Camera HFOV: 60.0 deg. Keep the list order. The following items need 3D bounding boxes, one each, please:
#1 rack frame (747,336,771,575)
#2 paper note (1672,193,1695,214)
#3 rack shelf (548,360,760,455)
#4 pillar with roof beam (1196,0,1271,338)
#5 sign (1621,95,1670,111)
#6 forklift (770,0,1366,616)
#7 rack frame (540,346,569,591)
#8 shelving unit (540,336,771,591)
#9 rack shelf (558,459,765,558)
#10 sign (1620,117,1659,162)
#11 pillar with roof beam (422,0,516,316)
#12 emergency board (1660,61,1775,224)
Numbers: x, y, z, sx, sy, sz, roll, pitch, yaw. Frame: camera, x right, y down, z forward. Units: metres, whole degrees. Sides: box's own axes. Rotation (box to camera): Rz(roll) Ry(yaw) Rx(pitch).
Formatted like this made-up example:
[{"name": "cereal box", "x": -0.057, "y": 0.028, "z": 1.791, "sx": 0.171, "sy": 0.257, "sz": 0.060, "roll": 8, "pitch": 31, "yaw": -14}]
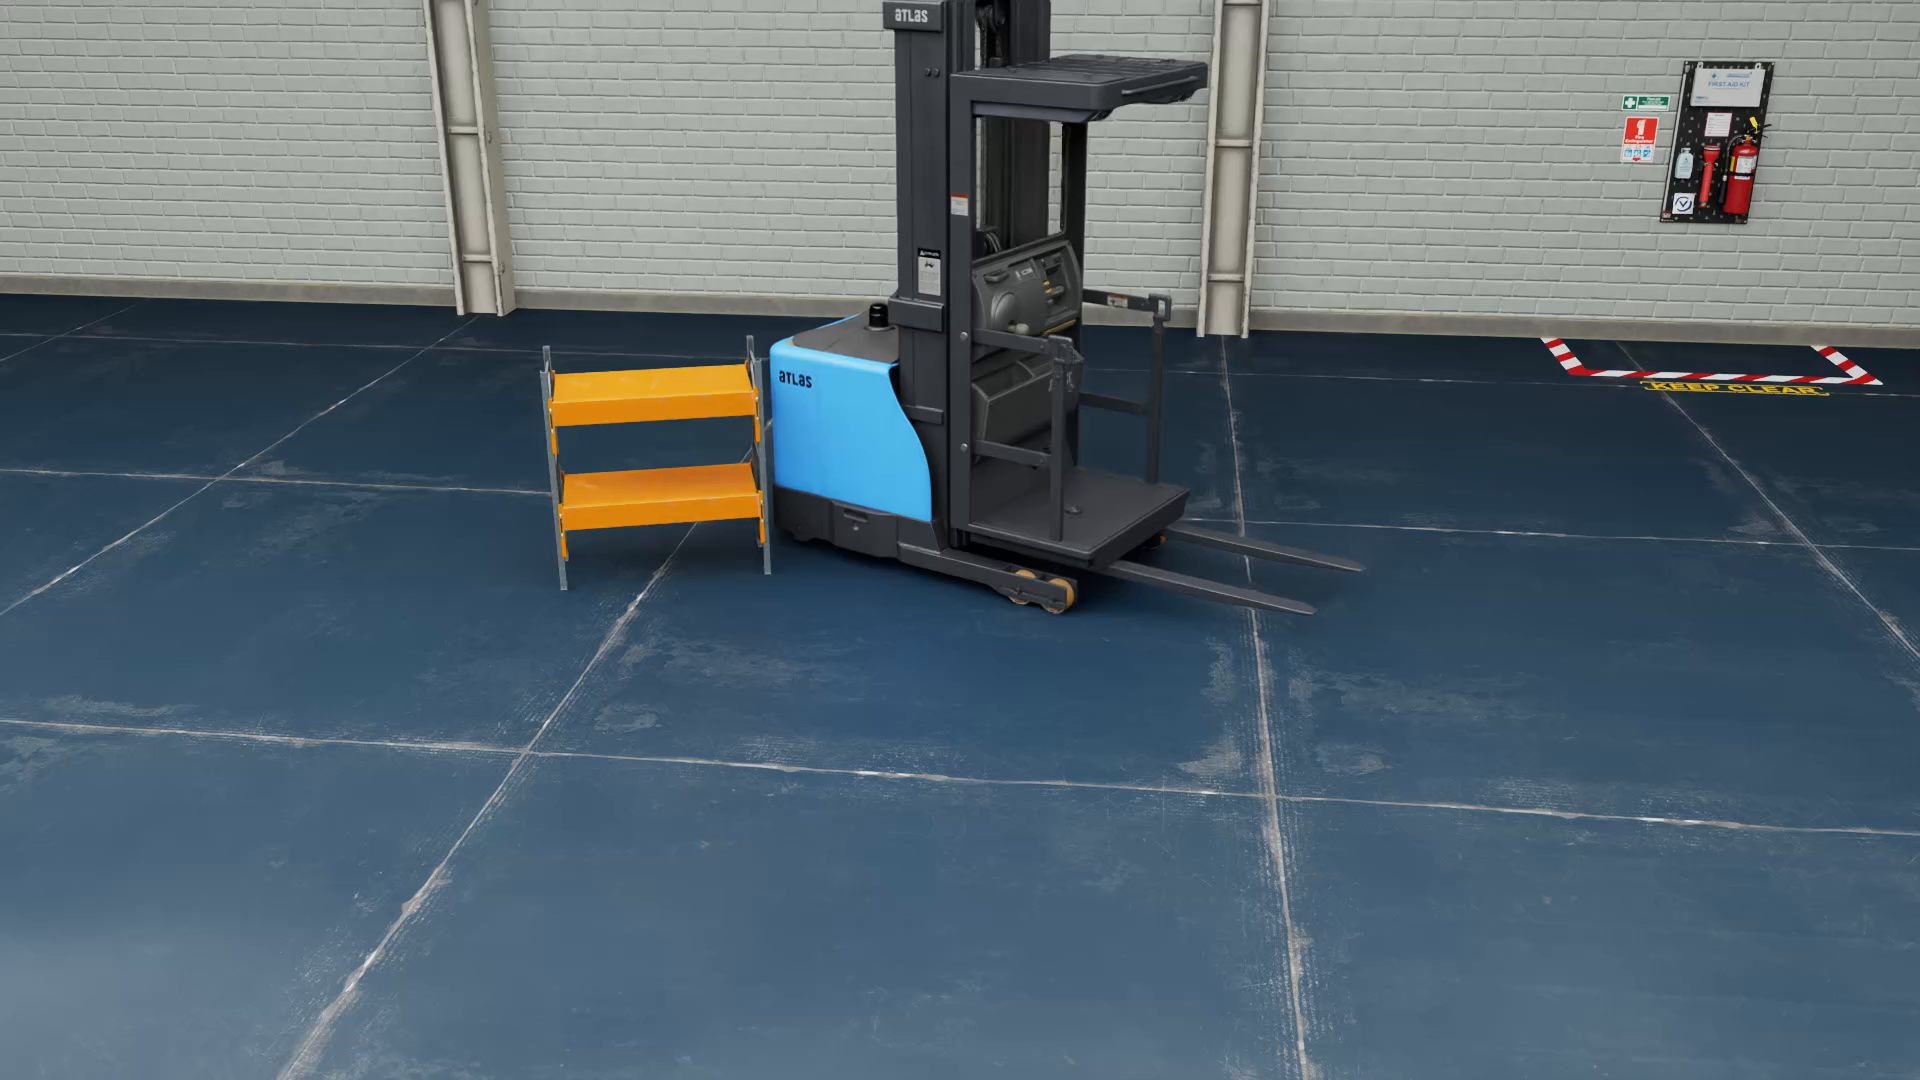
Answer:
[{"name": "rack frame", "x": -1.030, "y": -0.436, "z": 8.512, "sx": 0.032, "sy": 1.125, "sz": 0.500, "roll": -4, "pitch": 22, "yaw": -11}, {"name": "paper note", "x": 5.400, "y": -2.510, "z": 12.407, "sx": 0.142, "sy": 0.148, "sz": 0.016, "roll": 2, "pitch": 22, "yaw": 6}, {"name": "rack shelf", "x": -1.528, "y": -0.670, "z": 8.310, "sx": 1.000, "sy": 0.278, "sz": 0.538, "roll": -4, "pitch": 22, "yaw": -11}, {"name": "pillar with roof beam", "x": 1.552, "y": -4.244, "z": 7.435, "sx": 0.400, "sy": 9.000, "sz": 9.100, "roll": 2, "pitch": 22, "yaw": 6}, {"name": "sign", "x": 5.034, "y": -3.208, "z": 12.205, "sx": 0.331, "sy": 0.109, "sz": 0.001, "roll": 2, "pitch": 22, "yaw": 6}, {"name": "forklift", "x": 0.510, "y": -1.229, "z": 8.063, "sx": 3.031, "sy": 2.935, "sz": 1.130, "roll": 14, "pitch": 25, "yaw": 31}, {"name": "rack frame", "x": -2.026, "y": -0.361, "z": 8.323, "sx": 0.032, "sy": 1.125, "sz": 0.500, "roll": -4, "pitch": 22, "yaw": -11}, {"name": "shelving unit", "x": -1.528, "y": -0.398, "z": 8.417, "sx": 1.048, "sy": 1.125, "sz": 0.538, "roll": -4, "pitch": 22, "yaw": -11}, {"name": "rack shelf", "x": -1.528, "y": -0.171, "z": 8.507, "sx": 1.000, "sy": 0.278, "sz": 0.538, "roll": -4, "pitch": 22, "yaw": -11}, {"name": "sign", "x": 5.030, "y": -2.965, "z": 12.312, "sx": 0.234, "sy": 0.329, "sz": 0.001, "roll": 2, "pitch": 22, "yaw": 6}, {"name": "pillar with roof beam", "x": -4.406, "y": -4.503, "z": 8.091, "sx": 0.400, "sy": 9.000, "sz": 9.100, "roll": 2, "pitch": 22, "yaw": 6}, {"name": "emergency board", "x": 5.567, "y": -2.887, "z": 12.162, "sx": 0.643, "sy": 1.169, "sz": 0.194, "roll": 2, "pitch": 22, "yaw": 6}]
